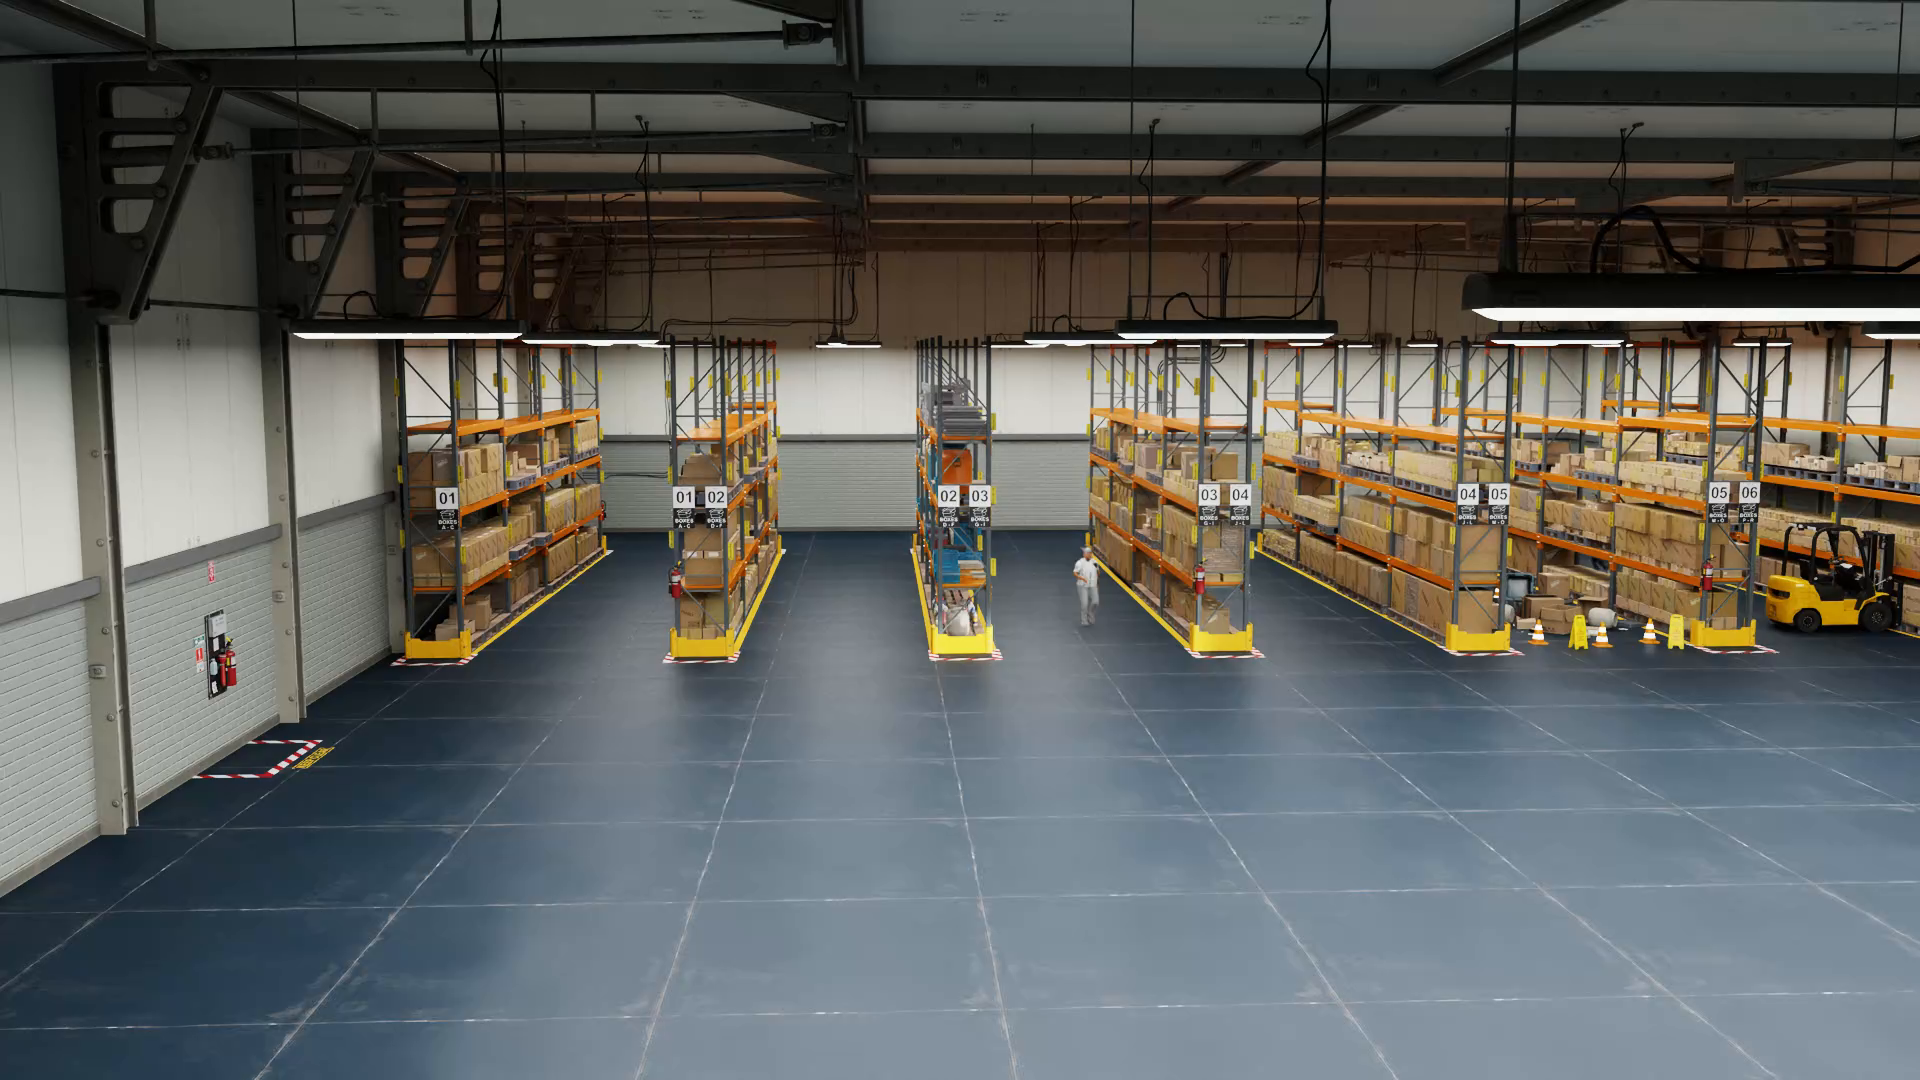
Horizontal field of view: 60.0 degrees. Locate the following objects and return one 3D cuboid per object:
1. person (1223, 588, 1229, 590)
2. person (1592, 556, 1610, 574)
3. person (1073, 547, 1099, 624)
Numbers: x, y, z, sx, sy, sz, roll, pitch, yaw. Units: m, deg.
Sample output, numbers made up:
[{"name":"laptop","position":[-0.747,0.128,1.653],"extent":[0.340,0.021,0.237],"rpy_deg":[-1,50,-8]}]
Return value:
[{"name":"person","position":[6.343,0.308,40.338],"extent":[0.687,1.782,0.879],"rpy_deg":[-1,7,-9]},{"name":"person","position":[15.963,0.246,41.439],"extent":[0.542,1.559,0.625],"rpy_deg":[-2,7,-13]},{"name":"person","position":[2.669,0.968,34.719],"extent":[0.604,1.629,0.581],"rpy_deg":[-1,7,-13]}]
